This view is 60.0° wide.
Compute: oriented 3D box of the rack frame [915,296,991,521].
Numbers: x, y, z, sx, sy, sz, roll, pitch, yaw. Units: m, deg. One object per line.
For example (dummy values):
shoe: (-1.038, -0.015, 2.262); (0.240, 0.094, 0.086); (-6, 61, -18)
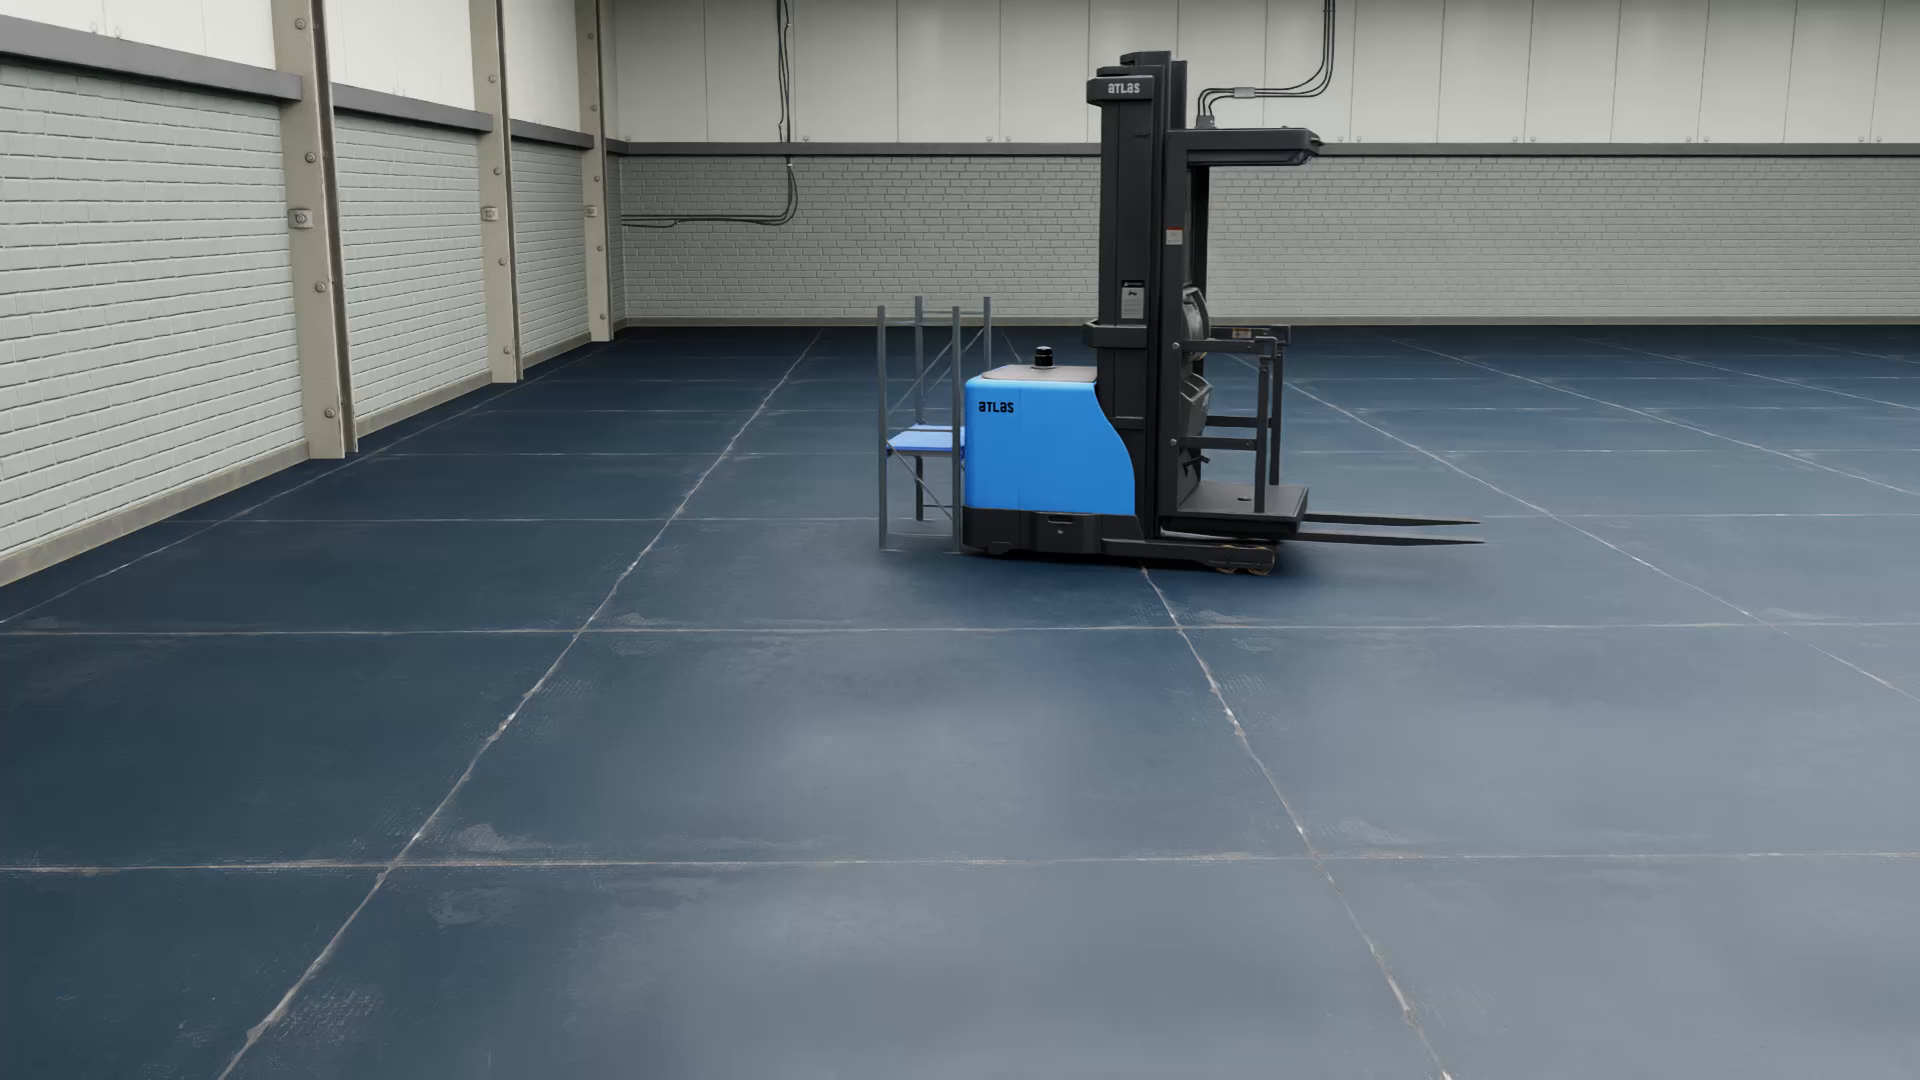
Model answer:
rack frame: (-0.046, -0.857, 11.010); (0.500, 1.500, 0.032); (2, 12, 11)

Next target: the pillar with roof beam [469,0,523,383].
pillar with roof beam: (-1.152, -6.344, 19.196); (9.100, 9.000, 0.400); (0, 11, -1)

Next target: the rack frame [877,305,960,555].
rack frame: (-0.246, -0.659, 10.033); (0.500, 1.500, 0.032); (2, 12, 11)

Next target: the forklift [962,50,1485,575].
forklift: (1.589, -1.350, 9.842); (3.031, 2.935, 1.130); (3, 12, 15)

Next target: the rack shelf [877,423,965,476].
rack shelf: (-0.146, -0.581, 10.558); (0.538, 0.185, 1.000); (2, 12, 11)

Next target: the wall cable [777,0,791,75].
wall cable: (-1.614, -9.074, 27.763); (3.097, 2.526, 0.112); (0, 11, -1)

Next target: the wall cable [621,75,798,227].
wall cable: (-4.319, -6.588, 28.210); (3.097, 2.526, 0.112); (0, 11, -1)

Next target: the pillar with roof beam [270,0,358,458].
pillar with roof beam: (-1.028, -5.151, 13.317); (9.100, 9.000, 0.400); (0, 11, -1)

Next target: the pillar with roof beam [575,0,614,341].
pillar with roof beam: (-1.276, -7.537, 25.075); (9.100, 9.000, 0.400); (0, 11, -1)

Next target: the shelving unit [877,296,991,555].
shelving unit: (-0.146, -0.758, 10.522); (0.538, 1.500, 1.048); (2, 12, 11)

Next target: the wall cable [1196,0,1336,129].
wall cable: (5.173, -9.813, 27.740); (2.305, 6.003, 0.169); (0, 11, -1)
